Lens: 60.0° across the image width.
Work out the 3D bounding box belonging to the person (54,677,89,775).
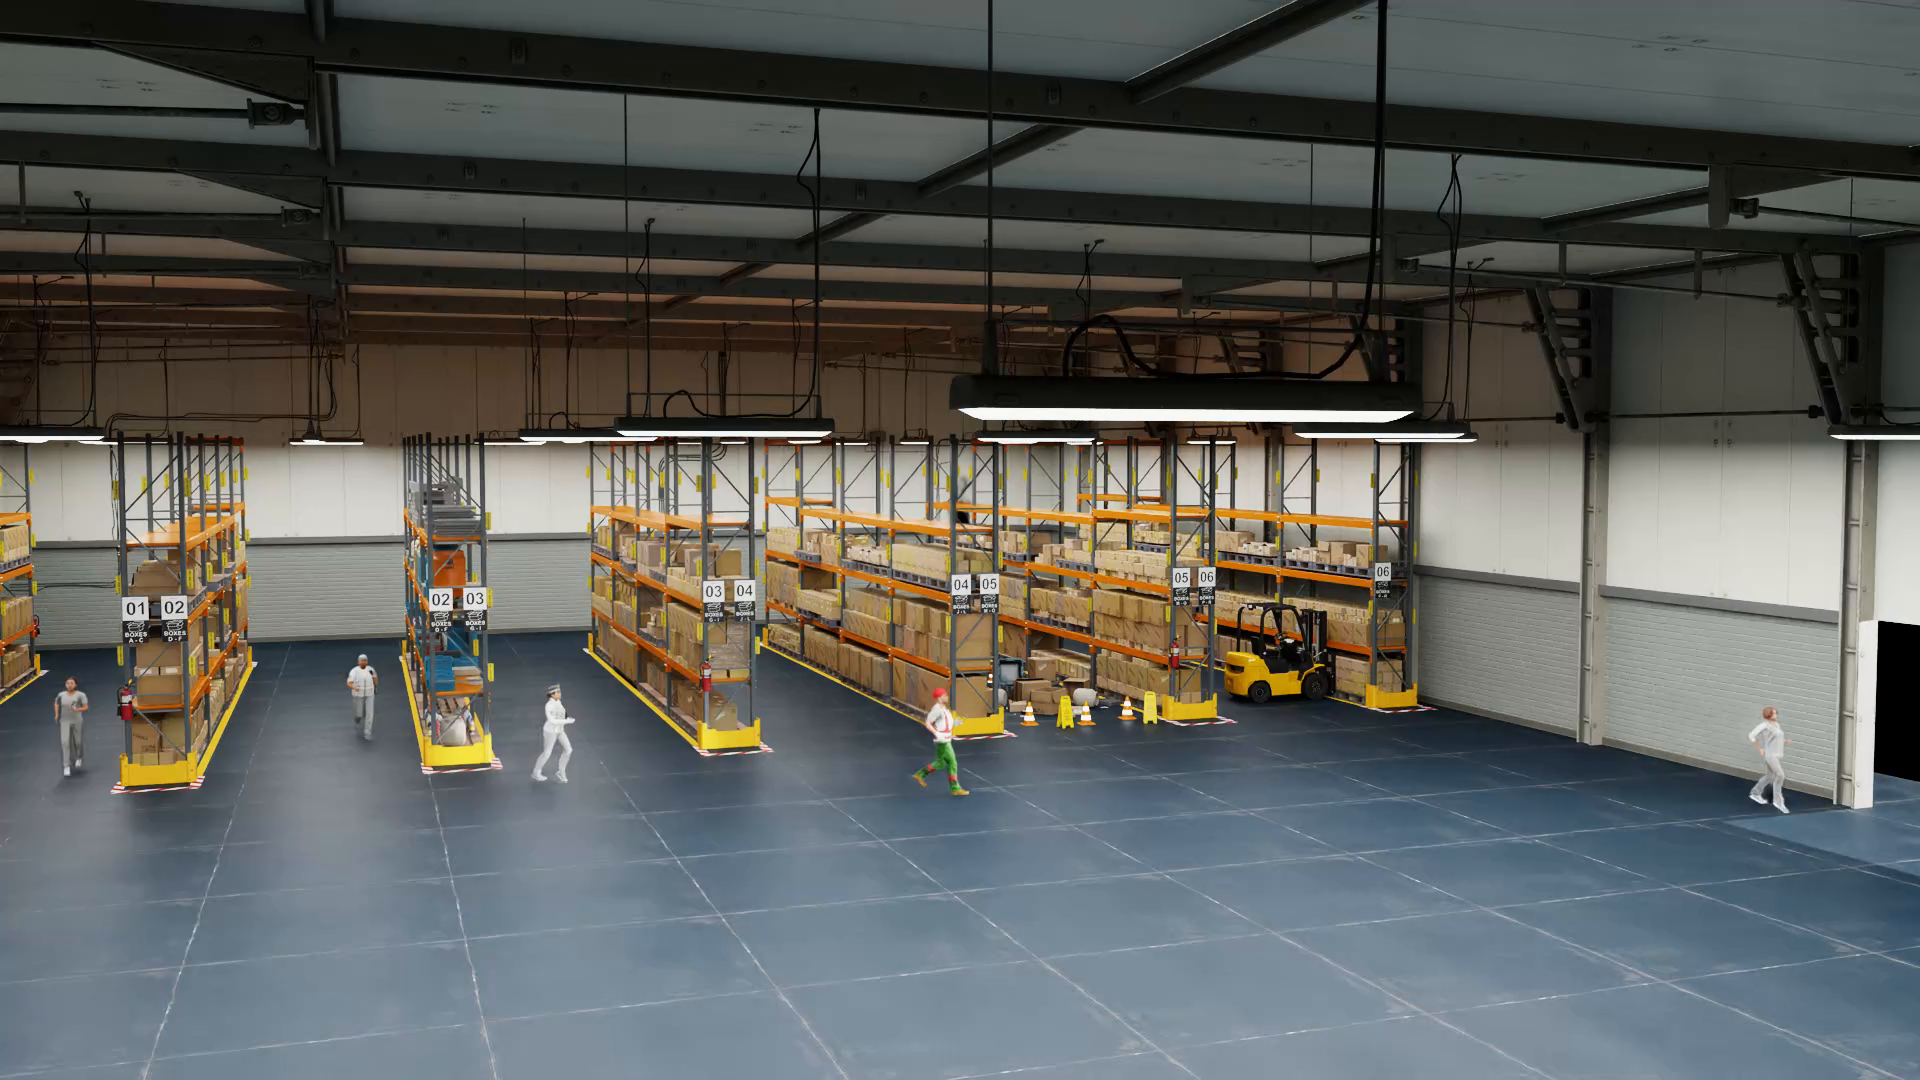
[{"bbox_3d":[-15.636,3.233,29.264,0.566,1.664,0.948,-1,3,-21],"label":"person"}]

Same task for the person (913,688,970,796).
[{"bbox_3d":[-0.307,3.307,27.337,0.967,1.768,0.655,0,3,8],"label":"person"}]

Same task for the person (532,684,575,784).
[{"bbox_3d":[-6.913,3.312,28.315,0.806,1.735,0.573,1,3,15],"label":"person"}]

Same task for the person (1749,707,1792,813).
[{"bbox_3d":[12.852,3.460,26.347,0.519,1.633,0.663,-3,4,-39],"label":"person"}]

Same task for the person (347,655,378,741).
[{"bbox_3d":[-11.768,3.084,32.813,0.607,1.658,0.849,-2,4,-29],"label":"person"}]
